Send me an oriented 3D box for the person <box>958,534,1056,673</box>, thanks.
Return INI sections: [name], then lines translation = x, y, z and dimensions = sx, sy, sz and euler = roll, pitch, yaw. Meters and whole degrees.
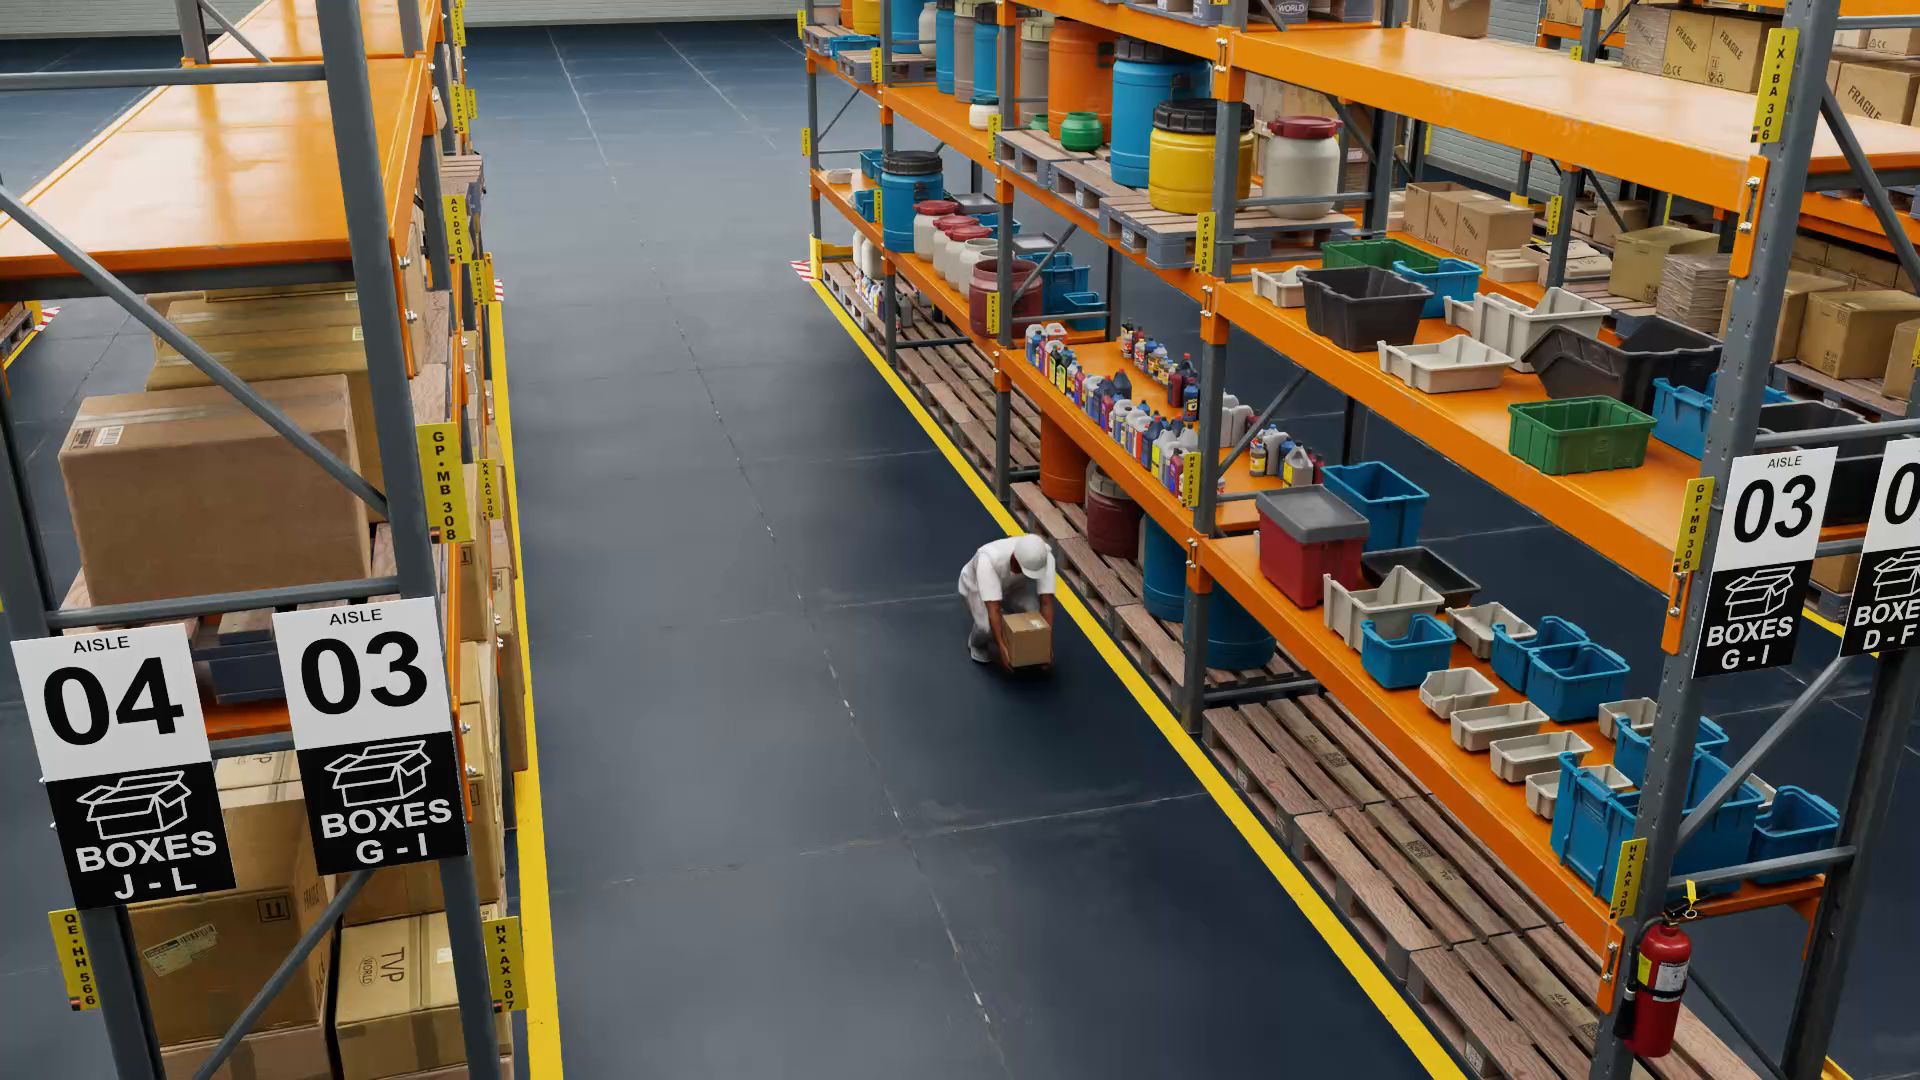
[person]
translation = 0.341, 0.344, 10.806
dimensions = 0.550, 1.006, 0.912
euler = -8, 24, -18
